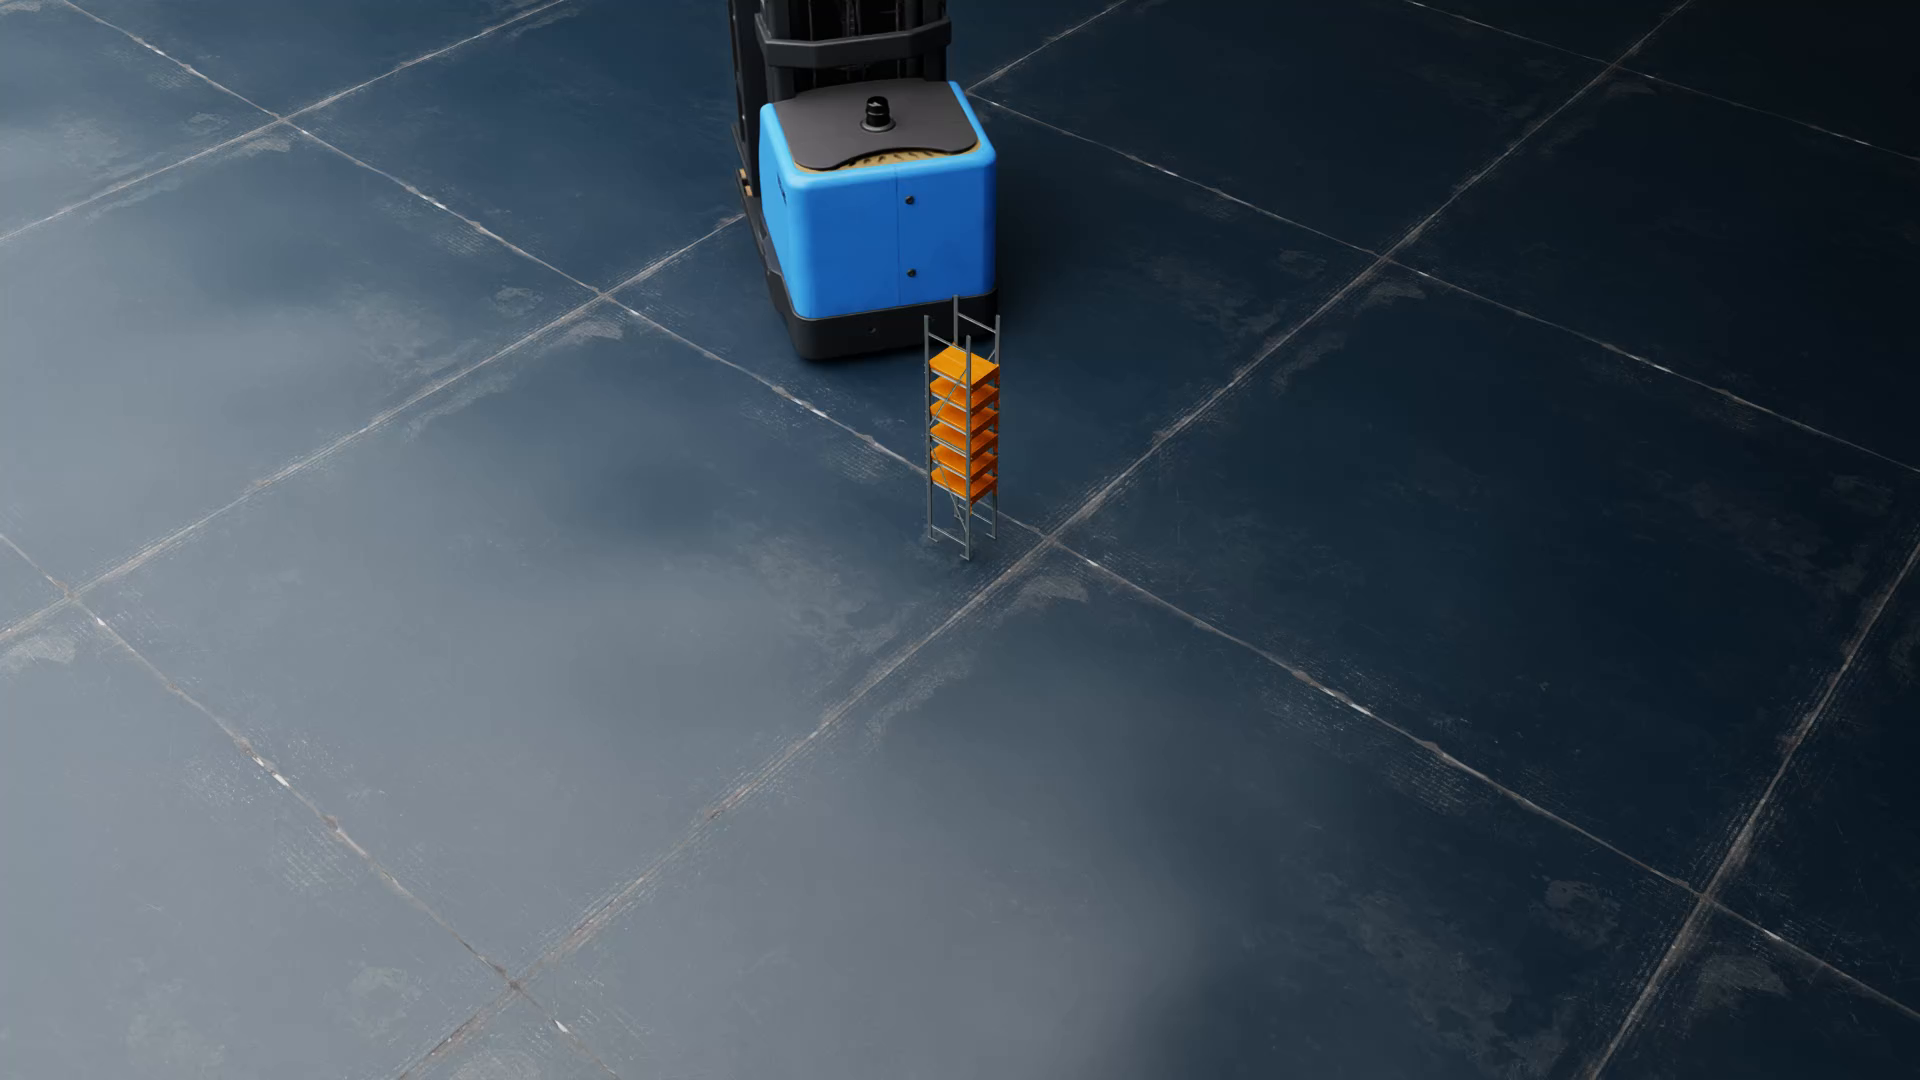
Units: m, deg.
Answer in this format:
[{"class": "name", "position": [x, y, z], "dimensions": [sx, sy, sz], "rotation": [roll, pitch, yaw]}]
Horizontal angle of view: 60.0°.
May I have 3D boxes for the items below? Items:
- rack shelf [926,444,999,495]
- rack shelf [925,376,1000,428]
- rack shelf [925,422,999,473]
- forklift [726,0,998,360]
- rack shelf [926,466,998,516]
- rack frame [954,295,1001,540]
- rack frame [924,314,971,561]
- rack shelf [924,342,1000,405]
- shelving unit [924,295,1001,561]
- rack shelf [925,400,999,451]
[{"class": "rack shelf", "position": [0.009, -0.330, 7.147], "dimensions": [0.258, 0.103, 0.180], "rotation": [29, 50, 28]}, {"class": "rack shelf", "position": [0.009, -0.596, 6.905], "dimensions": [0.258, 0.103, 0.180], "rotation": [29, 50, 28]}, {"class": "rack shelf", "position": [0.009, -0.419, 7.067], "dimensions": [0.258, 0.103, 0.180], "rotation": [29, 50, 28]}, {"class": "forklift", "position": [-0.673, -2.992, 8.544], "dimensions": [1.130, 2.935, 3.031], "rotation": [-10, 43, -11]}, {"class": "rack shelf", "position": [0.009, -0.241, 7.228], "dimensions": [0.258, 0.103, 0.180], "rotation": [29, 50, 28]}, {"class": "rack frame", "position": [0.068, -0.498, 7.089], "dimensions": [0.240, 1.200, 0.006], "rotation": [29, 50, 28]}, {"class": "rack frame", "position": [-0.050, -0.404, 6.985], "dimensions": [0.240, 1.200, 0.006], "rotation": [29, 50, 28]}, {"class": "rack shelf", "position": [0.009, -0.685, 6.825], "dimensions": [0.258, 0.103, 0.180], "rotation": [29, 50, 28]}, {"class": "shelving unit", "position": [0.009, -0.451, 7.037], "dimensions": [0.258, 1.200, 0.189], "rotation": [29, 50, 28]}, {"class": "rack shelf", "position": [0.009, -0.507, 6.986], "dimensions": [0.258, 0.103, 0.180], "rotation": [29, 50, 28]}]
